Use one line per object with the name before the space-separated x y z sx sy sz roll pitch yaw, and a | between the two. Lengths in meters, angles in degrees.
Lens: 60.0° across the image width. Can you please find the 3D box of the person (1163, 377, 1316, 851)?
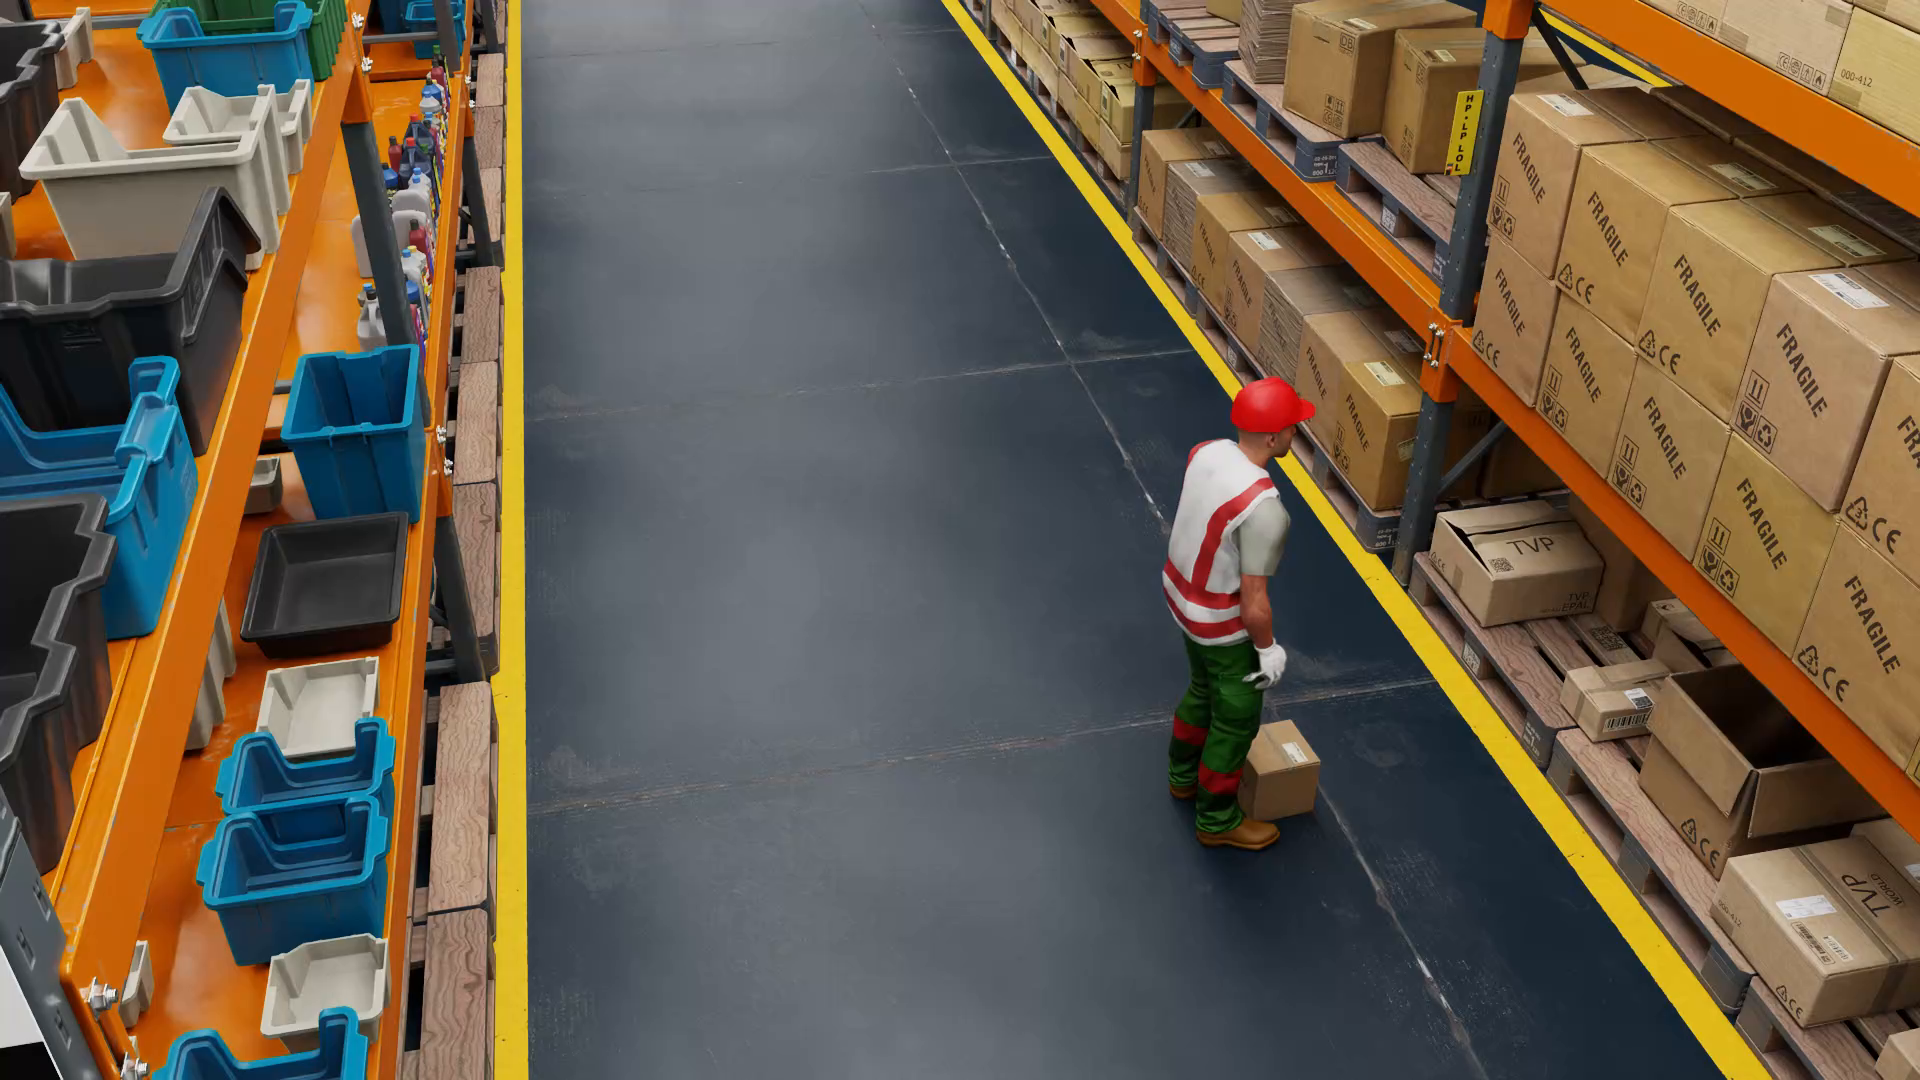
person | 0.938 0.250 5.758 0.447 1.780 0.620 -9 35 -13
